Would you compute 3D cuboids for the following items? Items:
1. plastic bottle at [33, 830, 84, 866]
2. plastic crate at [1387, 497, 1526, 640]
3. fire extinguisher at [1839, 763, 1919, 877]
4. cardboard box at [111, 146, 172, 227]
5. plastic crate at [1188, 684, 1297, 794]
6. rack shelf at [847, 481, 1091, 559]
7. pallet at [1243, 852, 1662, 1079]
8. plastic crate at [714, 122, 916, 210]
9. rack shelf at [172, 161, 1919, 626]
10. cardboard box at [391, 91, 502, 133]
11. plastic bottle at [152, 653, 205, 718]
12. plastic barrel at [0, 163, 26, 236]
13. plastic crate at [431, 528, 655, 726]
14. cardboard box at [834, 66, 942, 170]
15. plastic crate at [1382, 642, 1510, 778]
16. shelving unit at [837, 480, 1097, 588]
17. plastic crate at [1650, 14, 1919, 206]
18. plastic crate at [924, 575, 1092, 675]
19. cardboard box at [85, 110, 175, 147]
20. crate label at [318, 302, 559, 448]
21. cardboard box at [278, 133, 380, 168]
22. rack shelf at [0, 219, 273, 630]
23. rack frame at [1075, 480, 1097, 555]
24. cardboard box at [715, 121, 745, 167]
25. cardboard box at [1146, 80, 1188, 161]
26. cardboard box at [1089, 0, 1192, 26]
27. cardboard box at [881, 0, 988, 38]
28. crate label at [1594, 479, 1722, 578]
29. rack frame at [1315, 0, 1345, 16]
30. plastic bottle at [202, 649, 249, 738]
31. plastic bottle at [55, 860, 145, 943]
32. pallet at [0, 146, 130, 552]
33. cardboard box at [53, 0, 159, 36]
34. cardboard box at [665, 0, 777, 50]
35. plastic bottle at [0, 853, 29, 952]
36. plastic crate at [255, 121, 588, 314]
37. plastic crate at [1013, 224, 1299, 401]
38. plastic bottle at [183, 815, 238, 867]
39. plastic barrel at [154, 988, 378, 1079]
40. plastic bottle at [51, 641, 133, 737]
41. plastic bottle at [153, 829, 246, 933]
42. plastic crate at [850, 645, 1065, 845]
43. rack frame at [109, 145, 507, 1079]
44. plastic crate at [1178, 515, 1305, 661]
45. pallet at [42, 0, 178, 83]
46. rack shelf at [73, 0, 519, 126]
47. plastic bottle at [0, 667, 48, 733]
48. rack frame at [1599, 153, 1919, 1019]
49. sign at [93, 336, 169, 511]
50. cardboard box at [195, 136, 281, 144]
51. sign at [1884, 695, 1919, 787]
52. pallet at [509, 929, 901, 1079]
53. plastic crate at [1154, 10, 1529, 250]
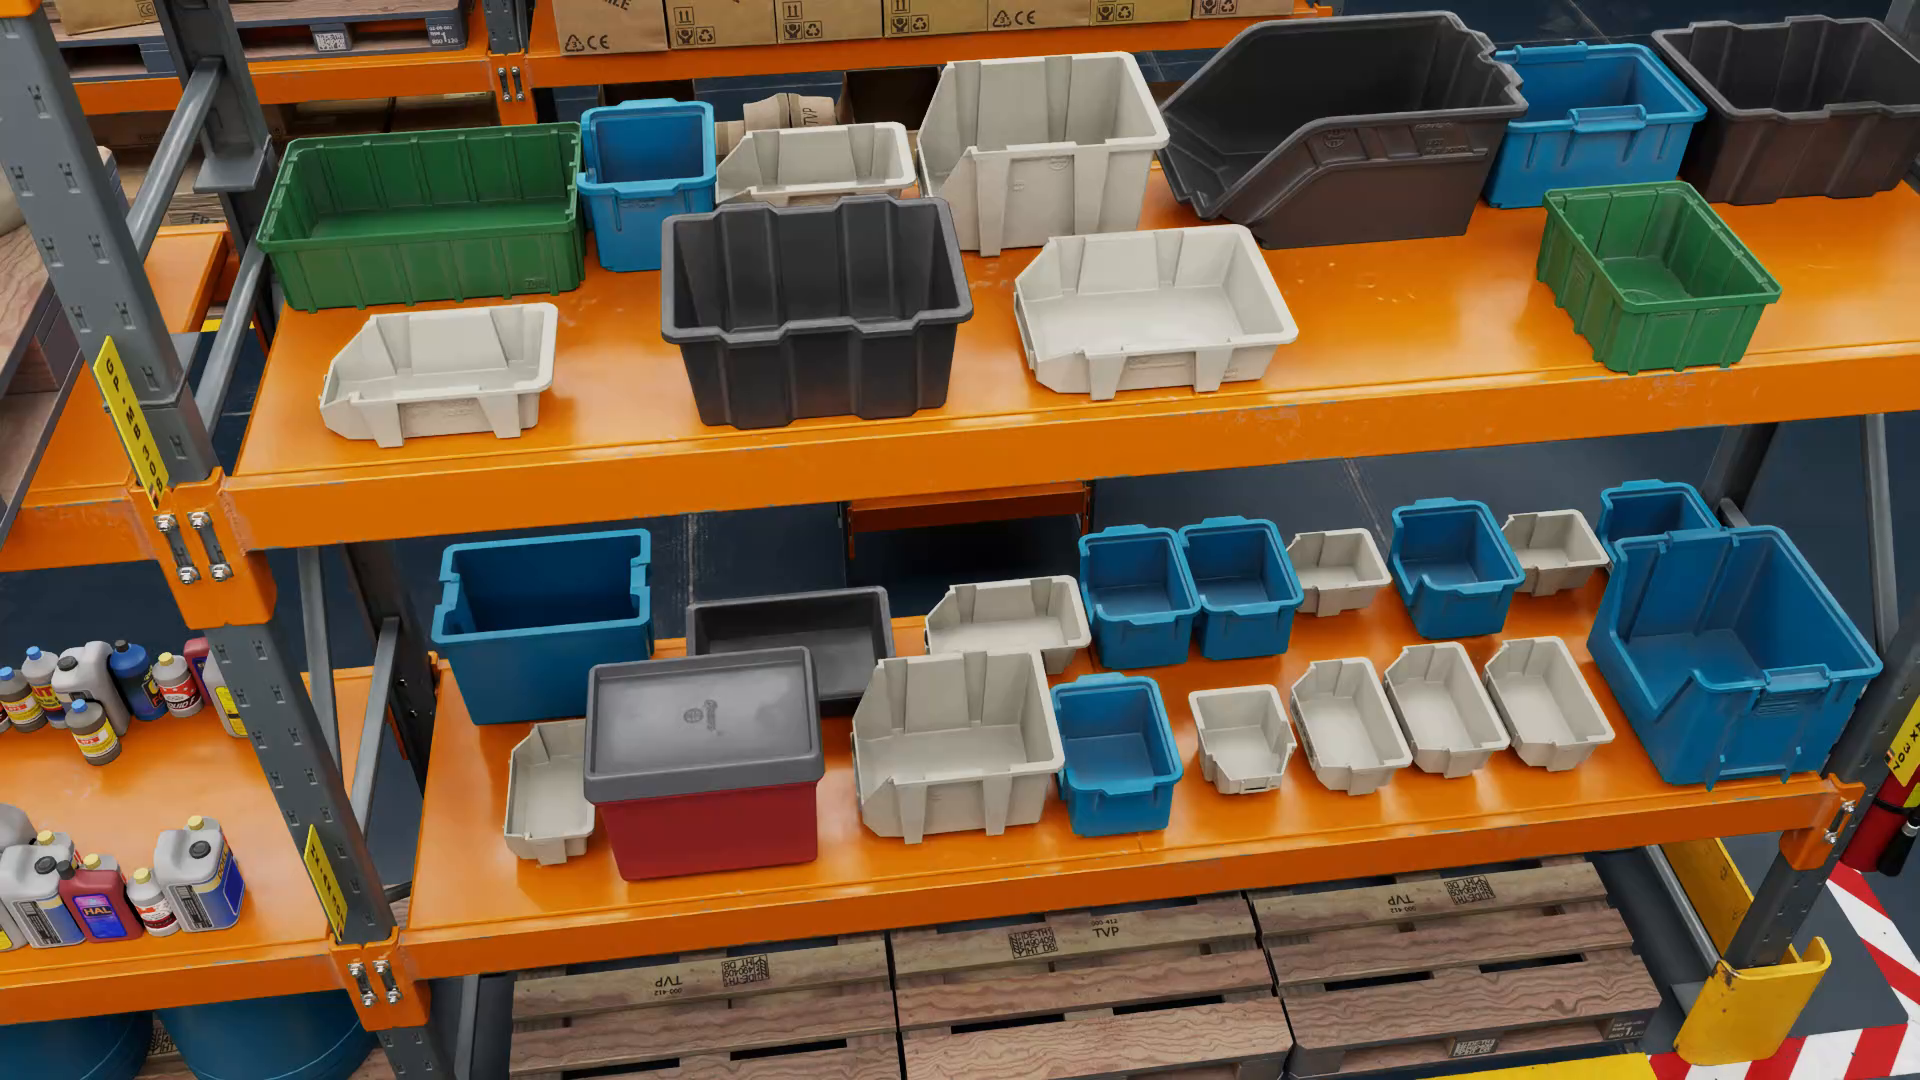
[{"bbox_3d":[-2.304,0.819,4.251,0.097,0.201,0.097,0,42,0],"label":"plastic bottle"},{"bbox_3d":[1.468,0.098,4.982,0.300,0.233,0.416,-5,42,-6],"label":"plastic crate"},{"bbox_3d":[2.616,0.654,4.622,0.183,0.674,0.296,-5,42,-6],"label":"fire extinguisher"},{"bbox_3d":[-4.141,-1.620,8.345,0.500,0.500,0.500,-6,42,-7],"label":"cardboard box"},{"bbox_3d":[0.770,0.559,4.543,0.250,0.136,0.298,-5,42,-6],"label":"plastic crate"},{"bbox_3d":[0.007,-0.237,7.038,1.000,0.278,0.538,-5,42,-6],"label":"rack shelf"},{"bbox_3d":[1.585,1.279,5.674,1.213,0.211,1.003,-5,42,-6],"label":"pallet"},{"bbox_3d":[-0.346,-0.834,3.892,0.466,0.136,0.293,-5,42,-6],"label":"plastic crate"},{"bbox_3d":[0.425,-0.475,3.835,4.000,0.370,1.077,-5,42,-6],"label":"rack shelf"},{"bbox_3d":[-2.708,-2.100,8.876,0.500,0.500,0.500,-7,42,-7],"label":"cardboard box"},{"bbox_3d":[-2.221,0.401,4.714,0.097,0.201,0.097,0,42,0],"label":"plastic bottle"},{"bbox_3d":[-2.113,-0.896,3.349,0.433,0.535,0.433,0,42,0],"label":"plastic barrel"},{"bbox_3d":[-1.140,0.262,4.687,0.575,0.384,0.392,-5,42,-6],"label":"plastic crate"},{"bbox_3d":[-0.335,-2.148,8.927,0.637,0.503,0.797,-5,42,-6],"label":"cardboard box"},{"bbox_3d":[1.334,0.480,4.630,0.243,0.136,0.396,-5,42,-6],"label":"plastic crate"},{"bbox_3d":[0.007,-0.418,6.874,1.048,1.125,0.538,-5,42,-6],"label":"shelving unit"},{"bbox_3d":[1.990,-1.019,3.998,0.590,0.269,0.497,-5,42,-6],"label":"plastic crate"},{"bbox_3d":[0.129,0.270,4.863,0.466,0.136,0.293,-5,42,-6],"label":"plastic crate"},{"bbox_3d":[-4.197,-2.247,8.480,0.500,0.250,0.500,-6,42,-6],"label":"cardboard box"},{"bbox_3d":[-1.036,-0.321,3.324,0.466,0.136,0.293,-5,42,-6],"label":"crate label"},{"bbox_3d":[-3.140,-1.709,8.443,0.500,0.500,0.500,-5,42,-5],"label":"cardboard box"},{"bbox_3d":[-3.541,-0.128,3.450,4.000,0.370,1.077,-5,42,-6],"label":"rack shelf"},{"bbox_3d":[0.511,-0.462,6.923,0.032,1.125,0.500,-5,42,-6],"label":"rack frame"},{"bbox_3d":[-1.305,-2.160,9.205,0.250,0.149,0.380,-5,42,-6],"label":"cardboard box"},{"bbox_3d":[1.262,-2.116,8.895,0.500,0.500,0.500,-5,42,-6],"label":"cardboard box"},{"bbox_3d":[0.847,-2.862,8.109,0.500,0.500,0.500,-5,42,-5],"label":"cardboard box"},{"bbox_3d":[-0.148,-2.779,8.016,0.500,0.500,0.500,-6,42,-6],"label":"cardboard box"},{"bbox_3d":[2.121,0.041,5.046,0.303,0.233,0.416,-5,42,-6],"label":"crate label"},{"bbox_3d":[1.769,-3.092,8.438,0.127,3.000,1.000,-5,42,-6],"label":"rack frame"},{"bbox_3d":[-1.989,0.382,4.623,0.185,0.351,0.144,-5,42,-6],"label":"plastic bottle"},{"bbox_3d":[-2.131,0.888,4.113,0.133,0.283,0.061,-5,42,-6],"label":"plastic bottle"},{"bbox_3d":[-2.323,-0.365,3.317,1.003,0.211,1.213,-5,42,-6],"label":"pallet"},{"bbox_3d":[-3.941,-2.743,7.664,0.500,0.500,0.700,-15,44,-16],"label":"cardboard box"},{"bbox_3d":[-1.149,-2.692,7.920,0.500,0.500,0.500,-4,42,-5],"label":"cardboard box"},{"bbox_3d":[-2.427,0.861,4.093,0.185,0.351,0.144,-5,42,-6],"label":"plastic bottle"},{"bbox_3d":[-1.177,-0.727,3.735,0.662,0.188,0.450,-5,42,-6],"label":"plastic crate"},{"bbox_3d":[0.391,-0.474,3.493,0.530,0.136,0.437,-5,42,-6],"label":"plastic crate"},{"bbox_3d":[-1.942,0.787,4.286,0.097,0.201,0.097,0,42,0],"label":"plastic bottle"},{"bbox_3d":[-2.100,1.205,4.928,0.708,0.901,0.600,-5,42,-6],"label":"plastic barrel"},{"bbox_3d":[-2.429,0.410,4.648,0.135,0.276,0.152,-5,42,-6],"label":"plastic bottle"},{"bbox_3d":[-1.907,0.840,4.171,0.135,0.276,0.152,-5,42,-6],"label":"plastic bottle"},{"bbox_3d":[-0.020,0.557,4.437,0.530,0.282,0.437,-5,42,-6],"label":"plastic crate"},{"bbox_3d":[-1.558,0.545,4.406,0.127,3.000,1.000,-5,42,-6],"label":"rack frame"},{"bbox_3d":[0.815,0.155,4.919,0.300,0.233,0.416,-5,42,-6],"label":"plastic crate"},{"bbox_3d":[-4.235,-2.498,7.923,1.213,0.211,1.003,-5,42,-6],"label":"pallet"},{"bbox_3d":[-4.180,-2.304,8.102,4.000,0.370,1.077,-5,42,-6],"label":"rack shelf"},{"bbox_3d":[-2.644,0.438,4.673,0.097,0.201,0.097,0,42,0],"label":"plastic bottle"},{"bbox_3d":[2.408,0.198,4.791,0.127,3.000,1.000,-5,42,-6],"label":"rack frame"},{"bbox_3d":[-1.489,-0.206,2.993,0.005,0.325,0.100,-5,42,-6],"label":"sign"},{"bbox_3d":[-3.732,-2.007,8.774,0.500,0.500,0.500,-5,42,-5],"label":"cardboard box"},{"bbox_3d":[2.495,0.501,4.333,0.005,0.325,0.100,-5,42,-6],"label":"sign"},{"bbox_3d":[-0.834,1.491,5.439,1.213,0.211,1.003,-5,42,-6],"label":"pallet"},{"bbox_3d":[0.857,-0.943,3.862,0.767,0.338,0.504,-5,42,-6],"label":"plastic crate"}]
